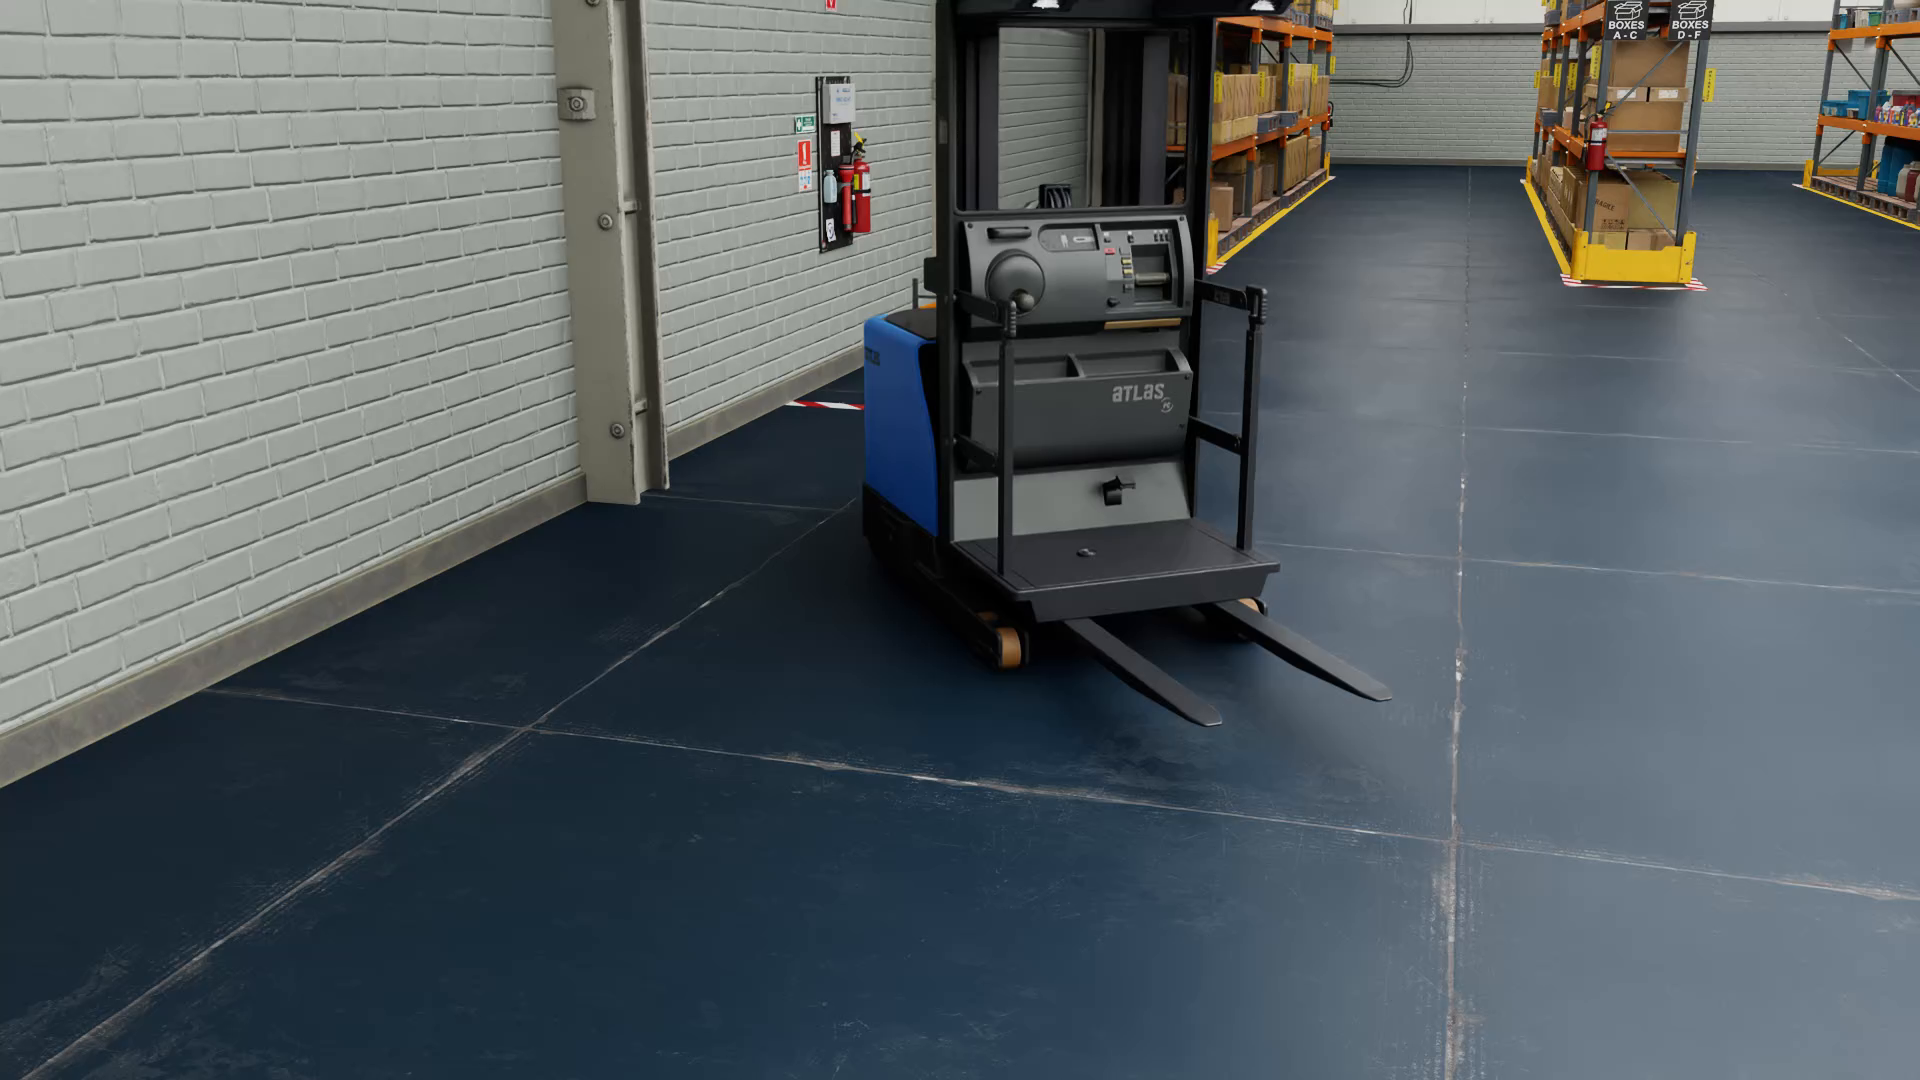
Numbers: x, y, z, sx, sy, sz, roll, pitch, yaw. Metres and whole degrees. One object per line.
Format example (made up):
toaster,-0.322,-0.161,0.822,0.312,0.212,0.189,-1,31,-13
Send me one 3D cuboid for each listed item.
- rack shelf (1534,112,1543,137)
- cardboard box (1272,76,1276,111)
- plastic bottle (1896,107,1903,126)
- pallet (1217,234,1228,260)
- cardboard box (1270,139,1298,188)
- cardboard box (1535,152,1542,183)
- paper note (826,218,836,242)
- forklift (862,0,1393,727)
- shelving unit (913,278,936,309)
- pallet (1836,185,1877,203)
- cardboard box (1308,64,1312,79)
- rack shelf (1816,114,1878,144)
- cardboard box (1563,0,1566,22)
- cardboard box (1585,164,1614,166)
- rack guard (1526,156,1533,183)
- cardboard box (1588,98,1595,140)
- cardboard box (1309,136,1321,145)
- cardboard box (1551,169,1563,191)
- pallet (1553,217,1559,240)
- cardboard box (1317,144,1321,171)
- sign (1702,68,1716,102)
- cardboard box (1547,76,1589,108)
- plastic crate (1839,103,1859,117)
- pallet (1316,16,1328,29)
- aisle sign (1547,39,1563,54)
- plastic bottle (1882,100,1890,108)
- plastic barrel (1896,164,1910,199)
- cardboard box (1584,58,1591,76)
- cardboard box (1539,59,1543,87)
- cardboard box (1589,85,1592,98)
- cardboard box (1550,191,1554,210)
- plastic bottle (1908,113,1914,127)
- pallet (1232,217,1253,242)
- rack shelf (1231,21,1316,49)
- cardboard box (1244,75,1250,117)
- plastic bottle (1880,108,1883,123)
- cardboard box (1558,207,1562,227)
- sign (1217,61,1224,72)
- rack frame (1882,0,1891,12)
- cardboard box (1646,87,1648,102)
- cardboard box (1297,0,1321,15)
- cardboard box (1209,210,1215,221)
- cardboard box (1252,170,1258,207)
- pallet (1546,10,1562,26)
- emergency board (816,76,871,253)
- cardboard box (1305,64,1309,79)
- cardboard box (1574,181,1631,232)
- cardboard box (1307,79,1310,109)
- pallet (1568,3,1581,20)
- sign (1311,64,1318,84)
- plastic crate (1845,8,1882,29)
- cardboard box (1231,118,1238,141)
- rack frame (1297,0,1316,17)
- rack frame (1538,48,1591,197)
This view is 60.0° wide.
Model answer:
rack shelf,11.028,-7.508,30.121,1.077,0.370,4.000,5,16,16
cardboard box,4.449,-6.803,25.329,0.700,0.500,0.500,3,16,9
plastic bottle,14.295,-6.436,25.258,0.097,0.271,0.097,0,16,0
pallet,2.585,-3.463,19.650,1.003,0.211,1.213,5,16,16
cardboard box,5.162,-6.246,27.524,0.750,0.750,0.750,5,16,16
cardboard box,10.350,-6.511,29.062,0.500,0.500,0.500,5,16,16
paper note,-0.892,-2.147,11.515,0.016,0.148,0.142,5,16,16
forklift,0.536,-1.053,6.170,1.130,2.935,3.031,-6,17,-19
shelving unit,-0.012,-0.688,8.054,0.258,1.200,0.503,7,17,22
pallet,15.380,-5.800,27.889,1.003,0.211,1.213,5,16,16
cardboard box,5.822,-8.134,28.869,0.500,0.250,0.500,5,17,17
rack shelf,15.776,-7.123,28.763,1.077,0.370,4.000,5,16,16
cardboard box,9.560,-8.026,24.947,0.910,0.500,0.500,5,16,16
cardboard box,9.870,-5.528,25.595,0.500,0.500,0.500,4,16,14
rack guard,11.575,-7.155,32.138,1.175,0.500,0.348,5,16,16
cardboard box,7.923,-5.031,19.886,0.700,0.500,0.500,4,16,15
cardboard box,6.809,-7.766,32.336,0.380,0.149,0.250,5,17,17
cardboard box,8.604,-5.048,23.370,0.500,0.311,0.500,4,16,14
pallet,8.358,-4.092,21.869,1.003,0.211,1.213,5,16,16
cardboard box,6.743,-7.569,32.829,0.700,0.500,0.500,5,16,16
sign,7.580,-4.601,16.823,0.100,0.325,0.005,5,16,16
cardboard box,9.976,-7.289,27.079,0.700,0.500,0.500,7,17,25
plastic crate,15.499,-7.478,28.895,0.416,0.233,0.300,5,16,16
pallet,6.300,-9.646,31.005,1.003,0.211,1.213,5,16,16
aisle sign,11.334,-9.669,31.656,0.394,0.787,0.004,5,16,16
plastic bottle,14.786,-6.844,26.553,0.144,0.351,0.185,5,16,16
plastic barrel,14.590,-5.484,25.456,0.421,0.512,0.421,0,16,0
cardboard box,10.863,-7.961,28.385,0.500,0.500,0.500,5,17,17
cardboard box,11.218,-8.811,31.380,0.500,0.500,0.500,5,17,18
cardboard box,7.708,-5.341,19.789,0.380,0.149,0.250,4,16,15
cardboard box,8.609,-4.781,23.458,0.500,0.250,0.500,4,16,14
plastic bottle,14.087,-6.210,24.590,0.097,0.201,0.097,0,16,0
pallet,3.279,-4.101,21.901,1.003,0.211,1.213,5,16,16
rack shelf,5.141,-8.288,27.373,1.077,0.370,4.000,5,16,16
cardboard box,3.308,-5.510,20.621,0.500,0.500,0.500,4,16,14
plastic bottle,14.614,-6.729,26.292,0.097,0.271,0.097,0,16,0
cardboard box,7.764,-4.019,20.772,0.500,0.250,0.500,5,16,16
sign,4.039,-7.267,25.830,0.100,0.325,0.005,5,16,16
rack frame,15.208,-9.832,26.001,1.000,3.000,0.127,5,16,16
cardboard box,7.440,-4.707,17.554,0.380,0.149,0.250,4,16,14
cardboard box,6.158,-9.495,29.634,0.500,0.250,0.500,5,16,16
cardboard box,2.744,-3.816,19.906,0.500,0.311,0.500,6,17,20
cardboard box,3.911,-5.093,24.064,0.700,0.500,0.500,5,17,17
pallet,9.915,-8.247,26.254,1.213,0.211,1.003,5,16,16
emergency board,-0.775,-2.611,11.539,0.194,1.169,0.643,5,16,16
cardboard box,5.667,-8.000,28.400,0.500,0.250,0.500,5,17,17
cardboard box,6.917,-3.595,17.901,0.500,0.500,0.500,5,16,16
cardboard box,5.820,-7.774,28.977,0.500,0.500,0.500,4,16,15
pallet,9.216,-7.452,23.454,1.213,0.211,1.003,5,17,18
sign,6.232,-8.193,29.242,0.100,0.325,0.005,5,16,16
plastic crate,15.647,-9.027,28.775,0.504,0.338,0.767,5,16,16
cardboard box,3.027,-4.885,19.792,0.500,0.250,0.500,4,16,15
rack frame,5.709,-10.600,28.710,1.000,3.000,0.127,5,16,16
rack frame,10.460,-7.331,28.178,1.000,3.000,0.127,5,16,16
